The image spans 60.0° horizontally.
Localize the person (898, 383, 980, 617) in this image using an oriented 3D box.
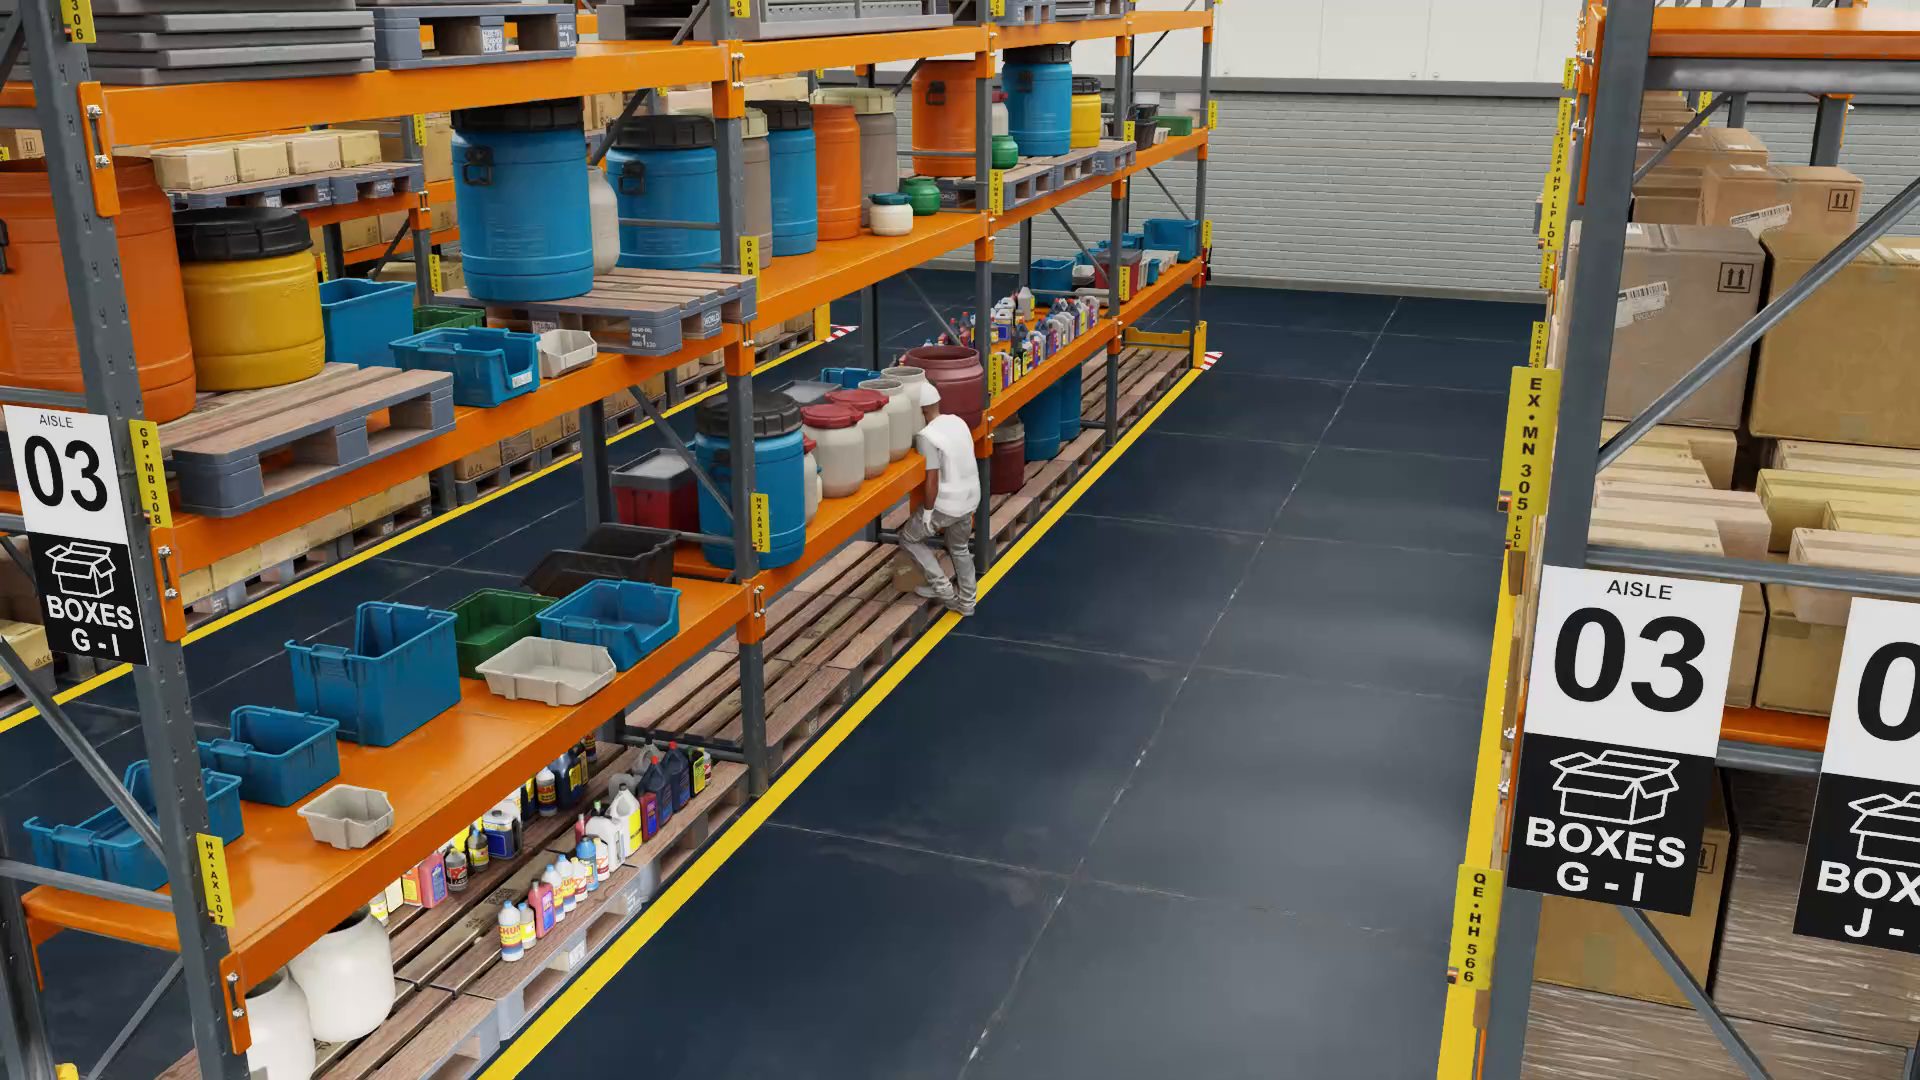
[{"bbox_3d":[-0.142,-0.255,11.846,0.541,1.750,0.628,11,22,31],"label":"person"}]
